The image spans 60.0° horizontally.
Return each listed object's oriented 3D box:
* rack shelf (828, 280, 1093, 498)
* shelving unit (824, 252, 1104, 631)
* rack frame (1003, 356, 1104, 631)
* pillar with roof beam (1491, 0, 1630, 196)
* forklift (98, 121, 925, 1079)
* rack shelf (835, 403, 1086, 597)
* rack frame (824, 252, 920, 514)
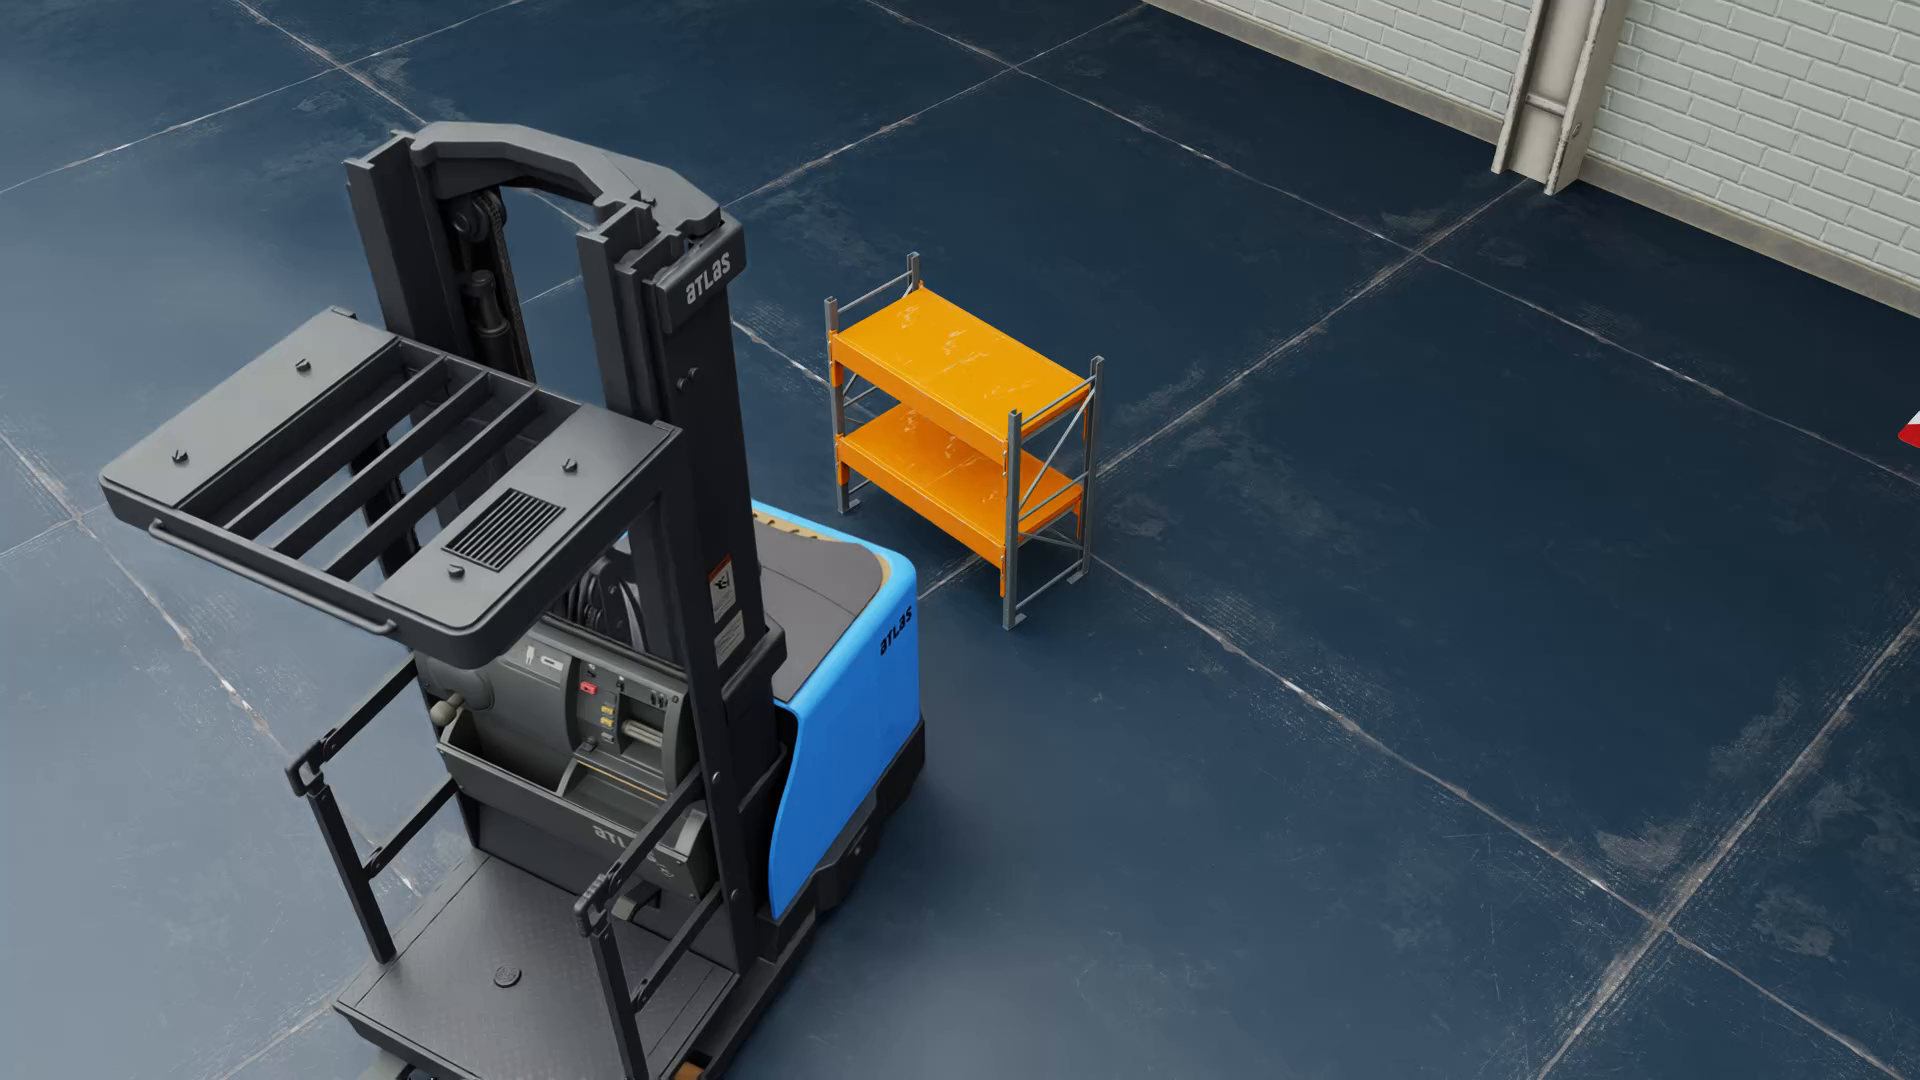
[{"bbox_3d":[0.005,-0.625,6.666,0.538,0.278,1.000,-34,53,-31],"label":"rack shelf"},{"bbox_3d":[0.005,-0.410,6.865,0.538,1.125,1.048,-34,53,-31],"label":"shelving unit"},{"bbox_3d":[0.364,-0.166,6.600,0.500,1.125,0.032,-34,53,-31],"label":"rack frame"},{"bbox_3d":[0.246,-3.343,4.237,9.100,9.000,0.400,-34,53,-31],"label":"pillar with roof beam"},{"bbox_3d":[-1.264,0.508,4.540,1.130,2.935,3.031,20,46,20],"label":"forklift"},{"bbox_3d":[0.005,-0.230,7.031,0.538,0.278,1.000,-34,53,-31],"label":"rack shelf"},{"bbox_3d":[-0.354,-0.654,7.129,0.500,1.125,0.032,-34,53,-31],"label":"rack frame"}]
